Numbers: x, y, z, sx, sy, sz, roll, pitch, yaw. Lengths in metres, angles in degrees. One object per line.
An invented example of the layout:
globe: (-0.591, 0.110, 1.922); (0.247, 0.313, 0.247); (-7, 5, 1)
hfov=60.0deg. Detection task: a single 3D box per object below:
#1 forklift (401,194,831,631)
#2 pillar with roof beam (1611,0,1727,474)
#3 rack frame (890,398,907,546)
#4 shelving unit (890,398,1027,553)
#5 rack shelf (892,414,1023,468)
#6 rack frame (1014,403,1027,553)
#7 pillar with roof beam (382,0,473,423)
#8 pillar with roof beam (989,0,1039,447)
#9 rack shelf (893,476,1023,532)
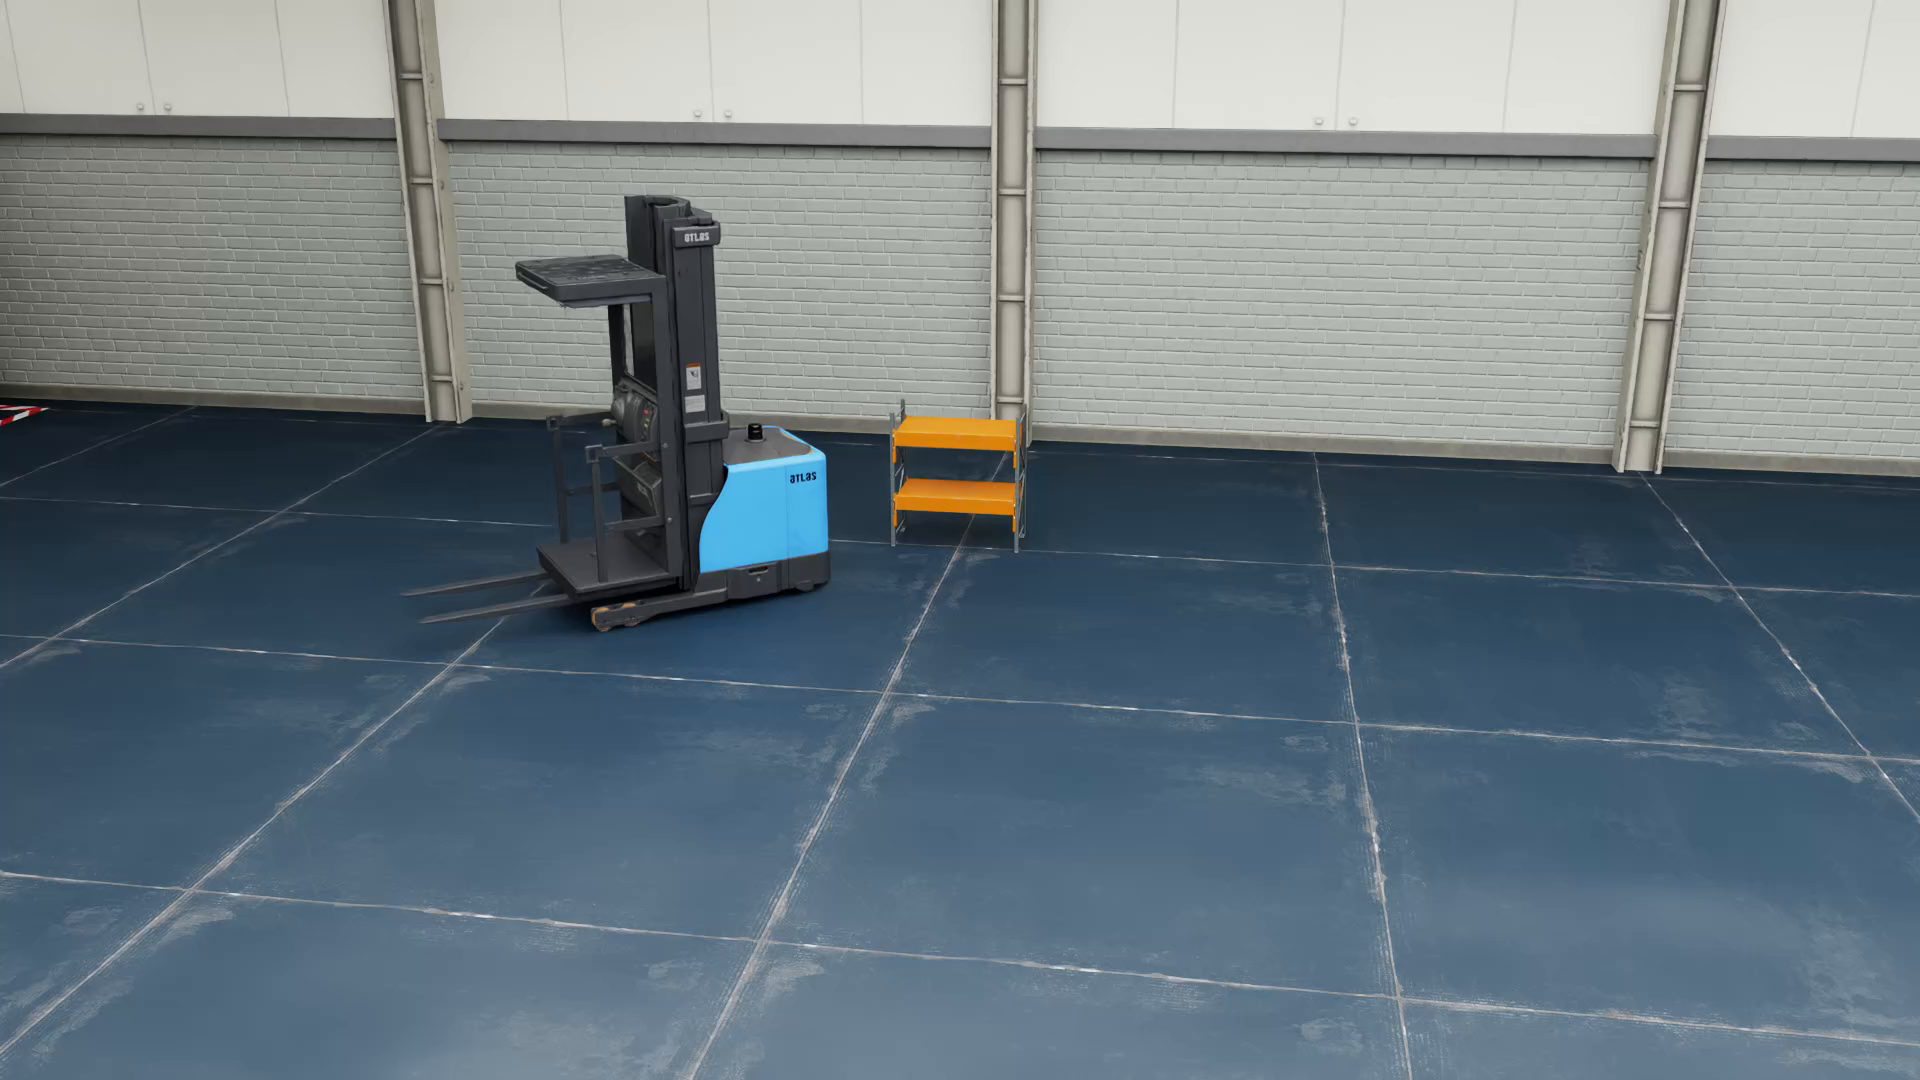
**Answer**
forklift: (-2.529, -0.931, 11.966); (3.031, 2.935, 1.130); (-10, 21, -27)
pillar with roof beam: (5.755, -3.600, 10.380); (0.400, 9.000, 9.100); (3, 19, 9)
rack frame: (-0.509, -0.559, 13.702); (0.032, 1.125, 0.500); (3, 19, 9)
shelving unit: (-0.007, -0.534, 13.626); (1.048, 1.125, 0.538); (3, 19, 9)
rack shelf: (-0.007, -0.811, 13.533); (1.000, 0.278, 0.538); (3, 19, 9)
rack frame: (0.495, -0.508, 13.549); (0.032, 1.125, 0.500); (3, 19, 9)
pillar with roof beam: (-6.094, -4.204, 12.185); (0.400, 9.000, 9.100); (3, 19, 9)
pillar with roof beam: (-0.169, -3.902, 11.283); (0.400, 9.000, 9.100); (3, 19, 9)
rack shelf: (-0.007, -0.302, 13.703); (1.000, 0.278, 0.538); (3, 19, 9)
